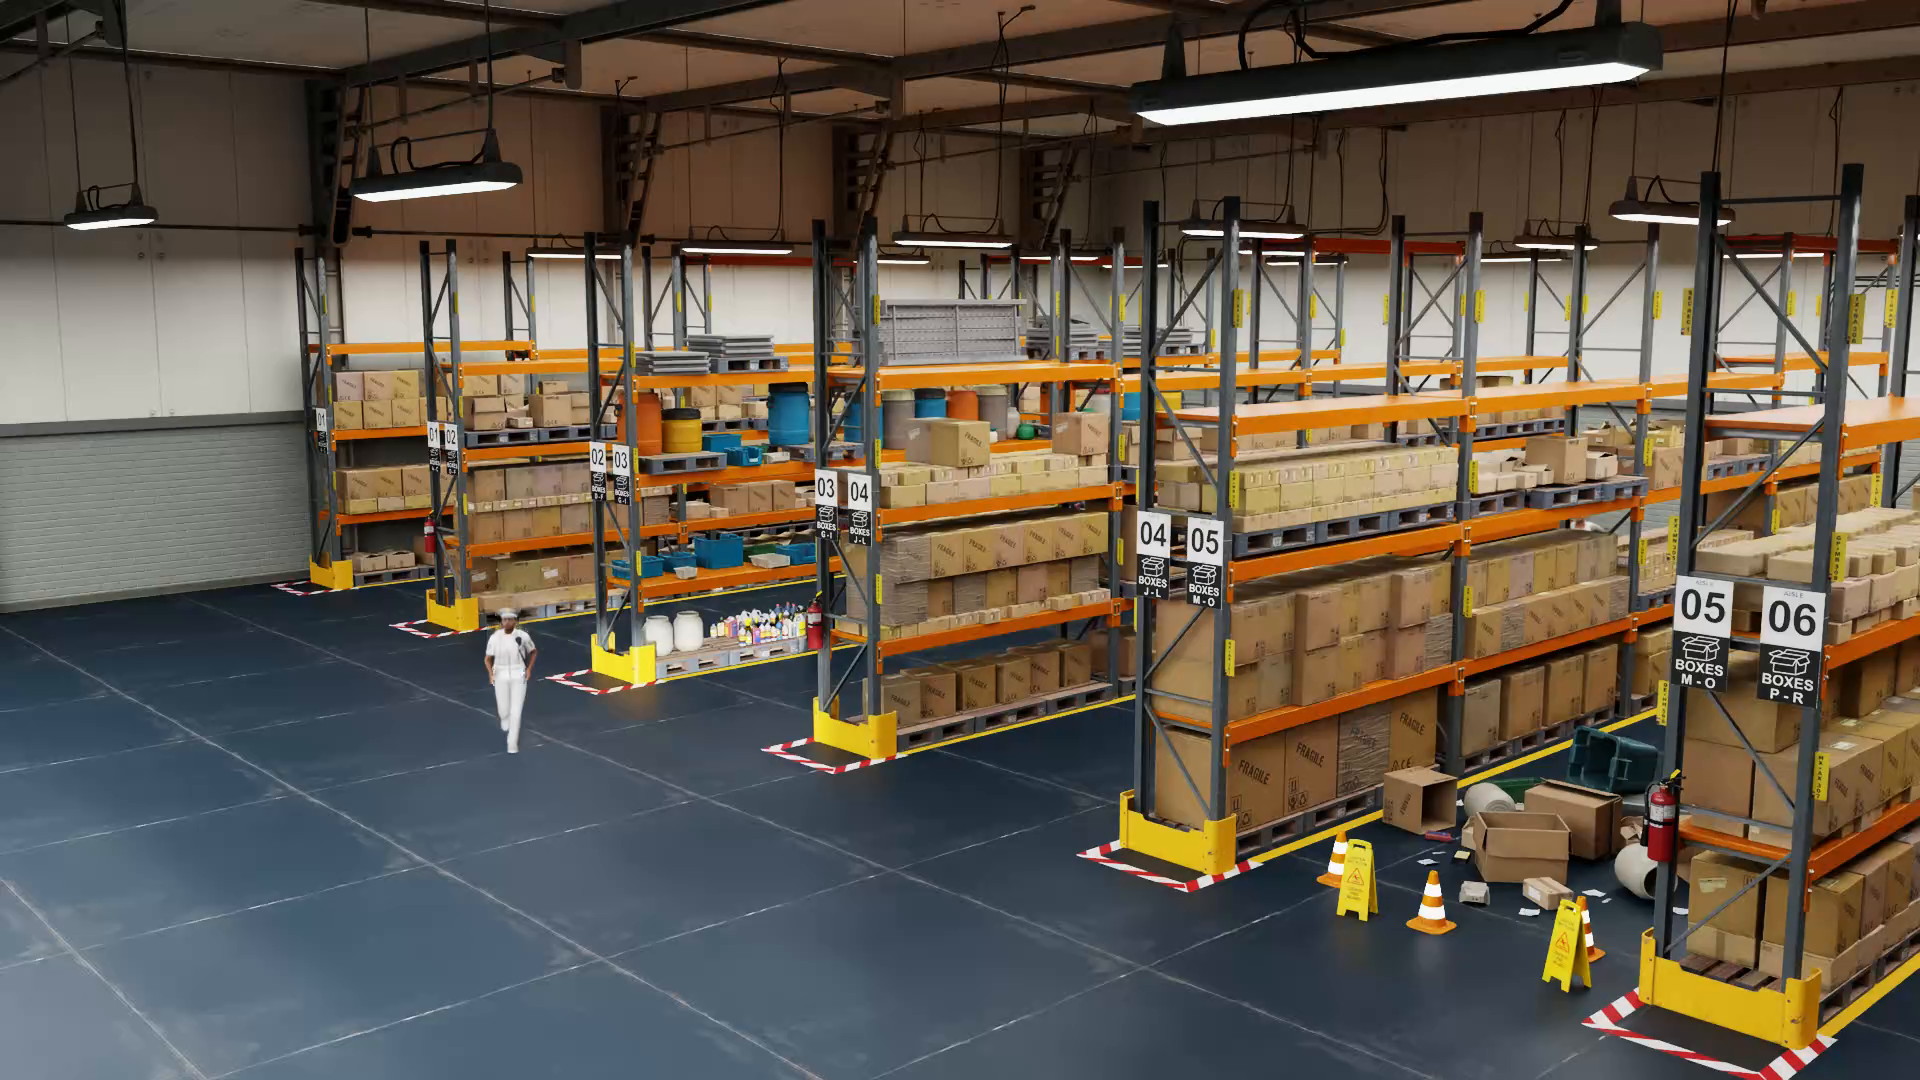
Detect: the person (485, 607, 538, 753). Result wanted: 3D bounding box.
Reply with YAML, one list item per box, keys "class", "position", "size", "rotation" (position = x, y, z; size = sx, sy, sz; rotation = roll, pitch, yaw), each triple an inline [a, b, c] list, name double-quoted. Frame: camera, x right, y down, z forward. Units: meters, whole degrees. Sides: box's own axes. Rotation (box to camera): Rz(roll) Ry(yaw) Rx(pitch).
- class: "person"
  position: [-5.138, 1.573, 19.075]
  size: [0.593, 1.654, 0.672]
  rotation: [-2, 9, -13]

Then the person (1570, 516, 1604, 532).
- class: "person"
  position: [10.056, 0.327, 26.939]
  size: [0.635, 1.796, 0.991]
  rotation: [8, 12, 44]

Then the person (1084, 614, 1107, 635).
- class: "person"
  position: [1.993, 0.533, 24.137]
  size: [0.612, 1.706, 0.838]
  rotation: [8, 11, 42]
